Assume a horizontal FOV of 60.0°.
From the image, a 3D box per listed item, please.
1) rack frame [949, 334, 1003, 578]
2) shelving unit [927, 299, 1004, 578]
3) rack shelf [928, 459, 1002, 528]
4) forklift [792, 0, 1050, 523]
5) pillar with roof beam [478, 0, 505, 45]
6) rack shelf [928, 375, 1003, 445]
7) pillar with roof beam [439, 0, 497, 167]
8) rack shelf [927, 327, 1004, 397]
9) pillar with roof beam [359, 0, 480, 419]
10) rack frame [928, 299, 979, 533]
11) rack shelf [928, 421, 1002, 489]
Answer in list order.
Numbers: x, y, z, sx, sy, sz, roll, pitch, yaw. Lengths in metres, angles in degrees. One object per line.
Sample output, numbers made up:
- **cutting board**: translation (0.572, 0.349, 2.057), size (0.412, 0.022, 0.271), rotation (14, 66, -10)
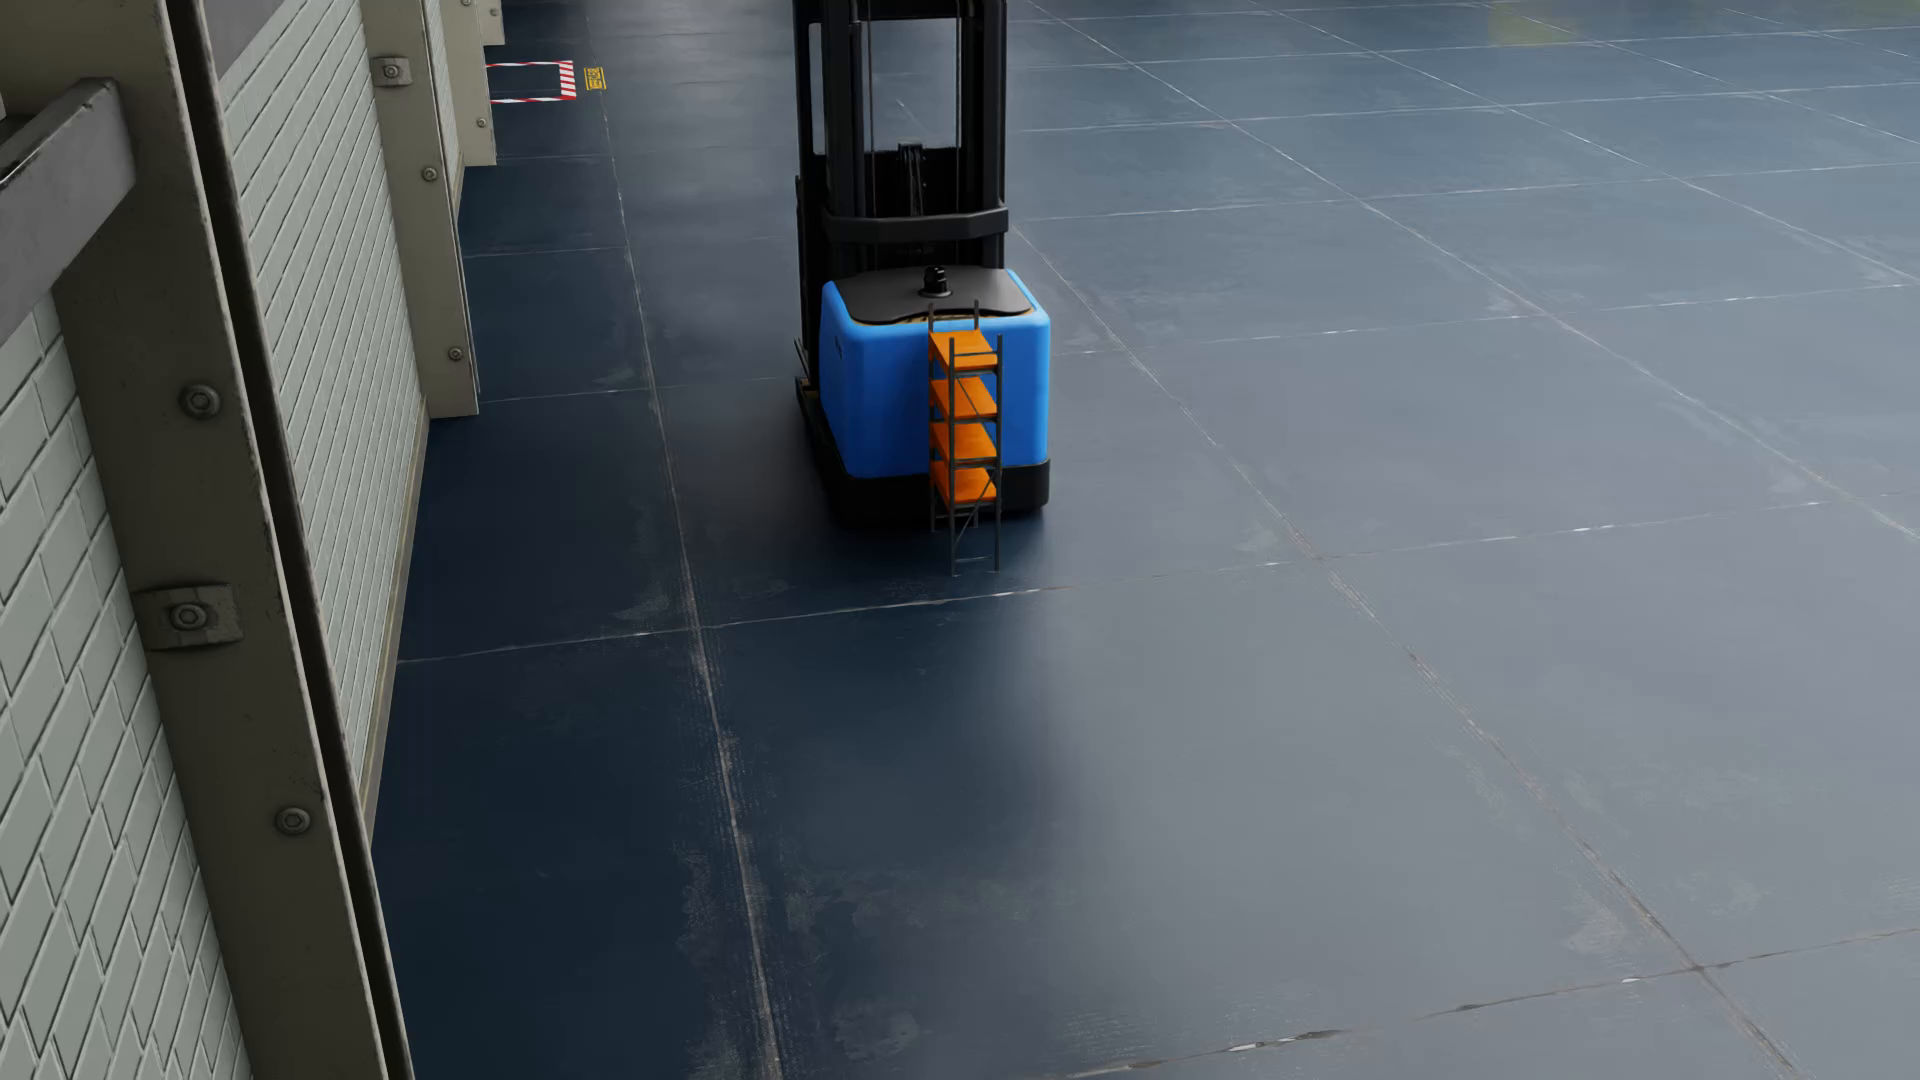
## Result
- **rack frame**: translation (0.071, -0.369, 7.649), size (0.240, 1.200, 0.015), rotation (-5, 27, -11)
- **shelving unit**: translation (0.021, -0.476, 7.862), size (0.258, 1.200, 0.503), rotation (-5, 27, -11)
- **rack shelf**: translation (0.021, -0.239, 7.982), size (0.258, 0.148, 0.480), rotation (-5, 27, -11)
- **forklift**: translation (-0.353, -2.033, 9.026), size (1.130, 2.935, 3.031), rotation (-5, 27, -11)
- **pillar with roof beam**: translation (-1.515, -10.525, 19.115), size (9.100, 9.000, 0.400), rotation (-6, 27, -12)
- **rack shelf**: translation (0.021, -0.616, 7.792), size (0.258, 0.148, 0.480), rotation (-5, 27, -11)
- **pillar with roof beam**: translation (-0.162, -7.891, 13.897), size (9.100, 9.000, 0.400), rotation (-6, 27, -12)
- **rack shelf**: translation (0.021, -0.827, 7.685), size (0.258, 0.148, 0.480), rotation (-5, 27, -11)
- **pillar with roof beam**: translation (1.190, -5.257, 8.678), size (9.100, 9.000, 0.400), rotation (-6, 27, -12)
- **rack frame**: translation (-0.030, -0.584, 8.076), size (0.240, 1.200, 0.015), rotation (-5, 27, -11)
- **rack shelf**: translation (0.021, -0.416, 7.893), size (0.258, 0.148, 0.480), rotation (-5, 27, -11)
